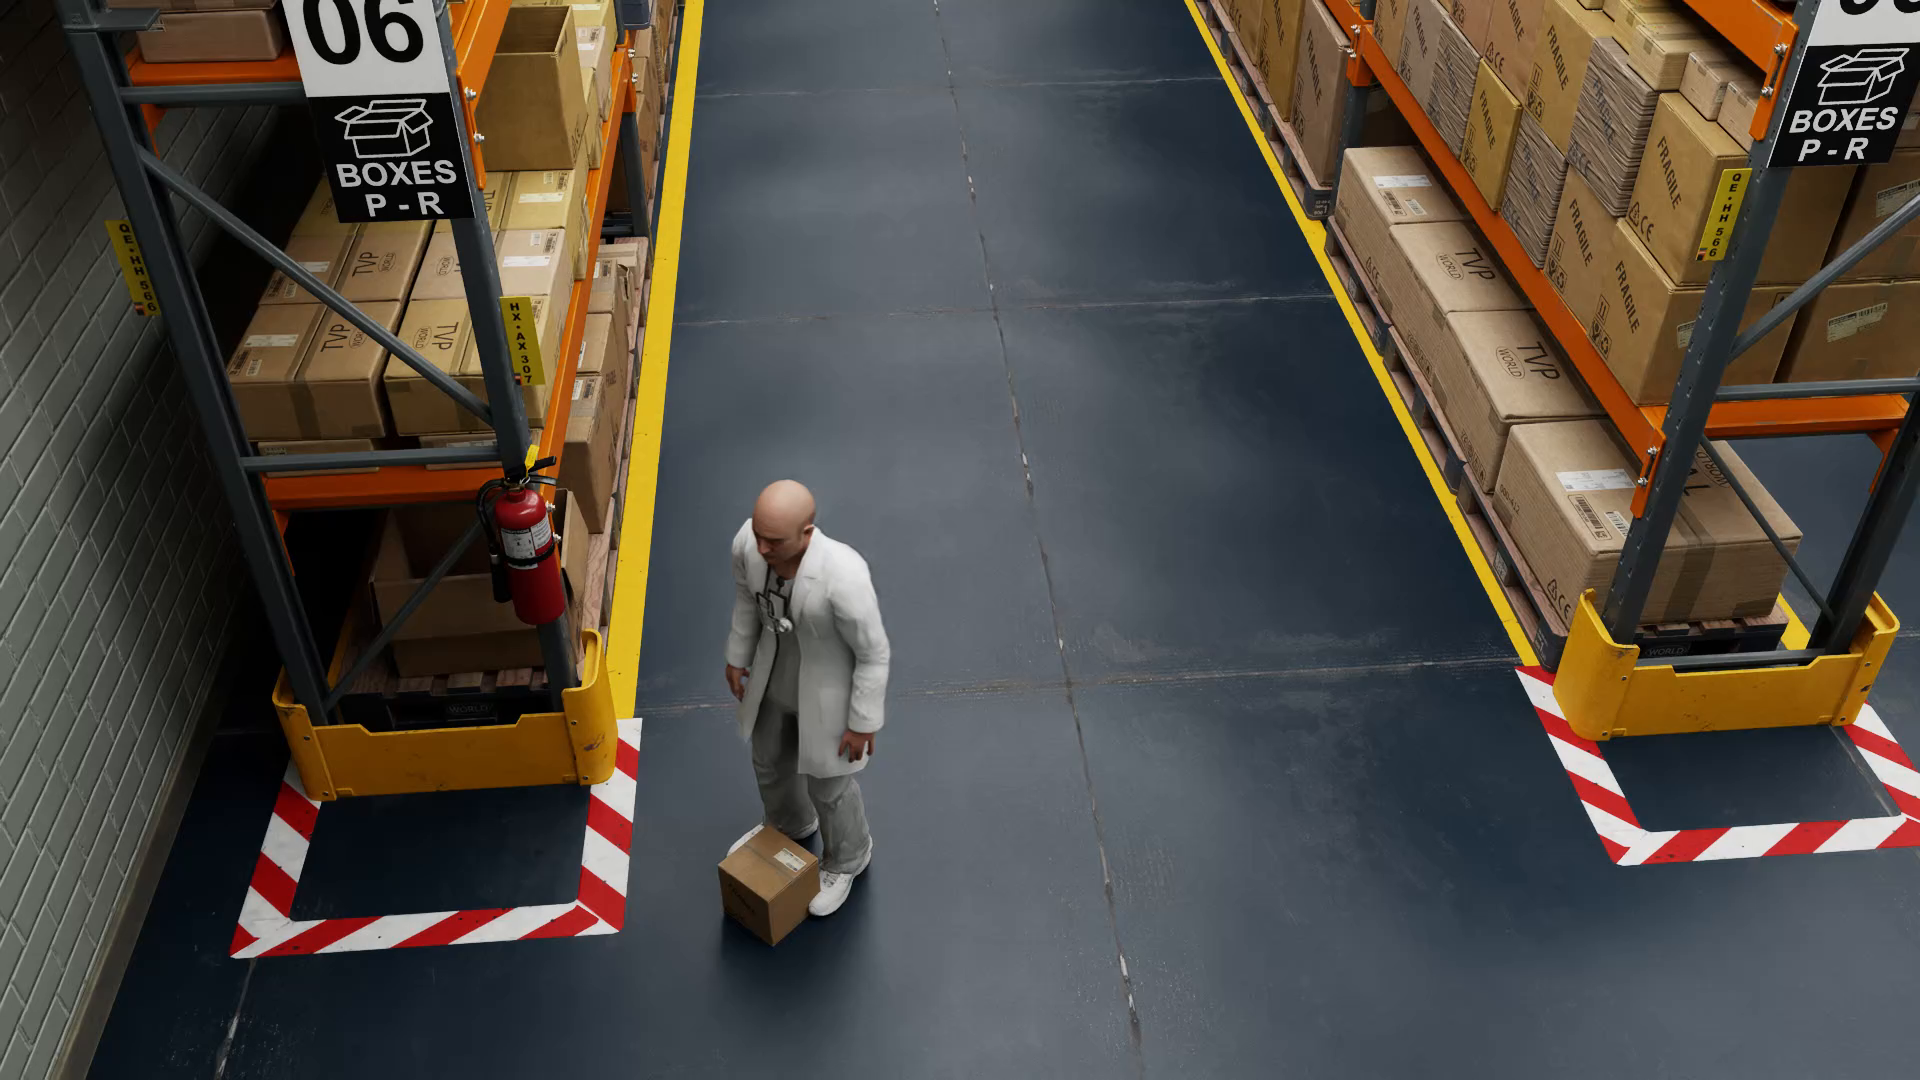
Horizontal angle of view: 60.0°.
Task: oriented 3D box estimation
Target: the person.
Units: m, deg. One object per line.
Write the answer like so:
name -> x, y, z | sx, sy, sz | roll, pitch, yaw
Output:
person -> -0.513, 0.500, 5.540 | 0.655, 1.774, 0.415 | 26, 45, 28
